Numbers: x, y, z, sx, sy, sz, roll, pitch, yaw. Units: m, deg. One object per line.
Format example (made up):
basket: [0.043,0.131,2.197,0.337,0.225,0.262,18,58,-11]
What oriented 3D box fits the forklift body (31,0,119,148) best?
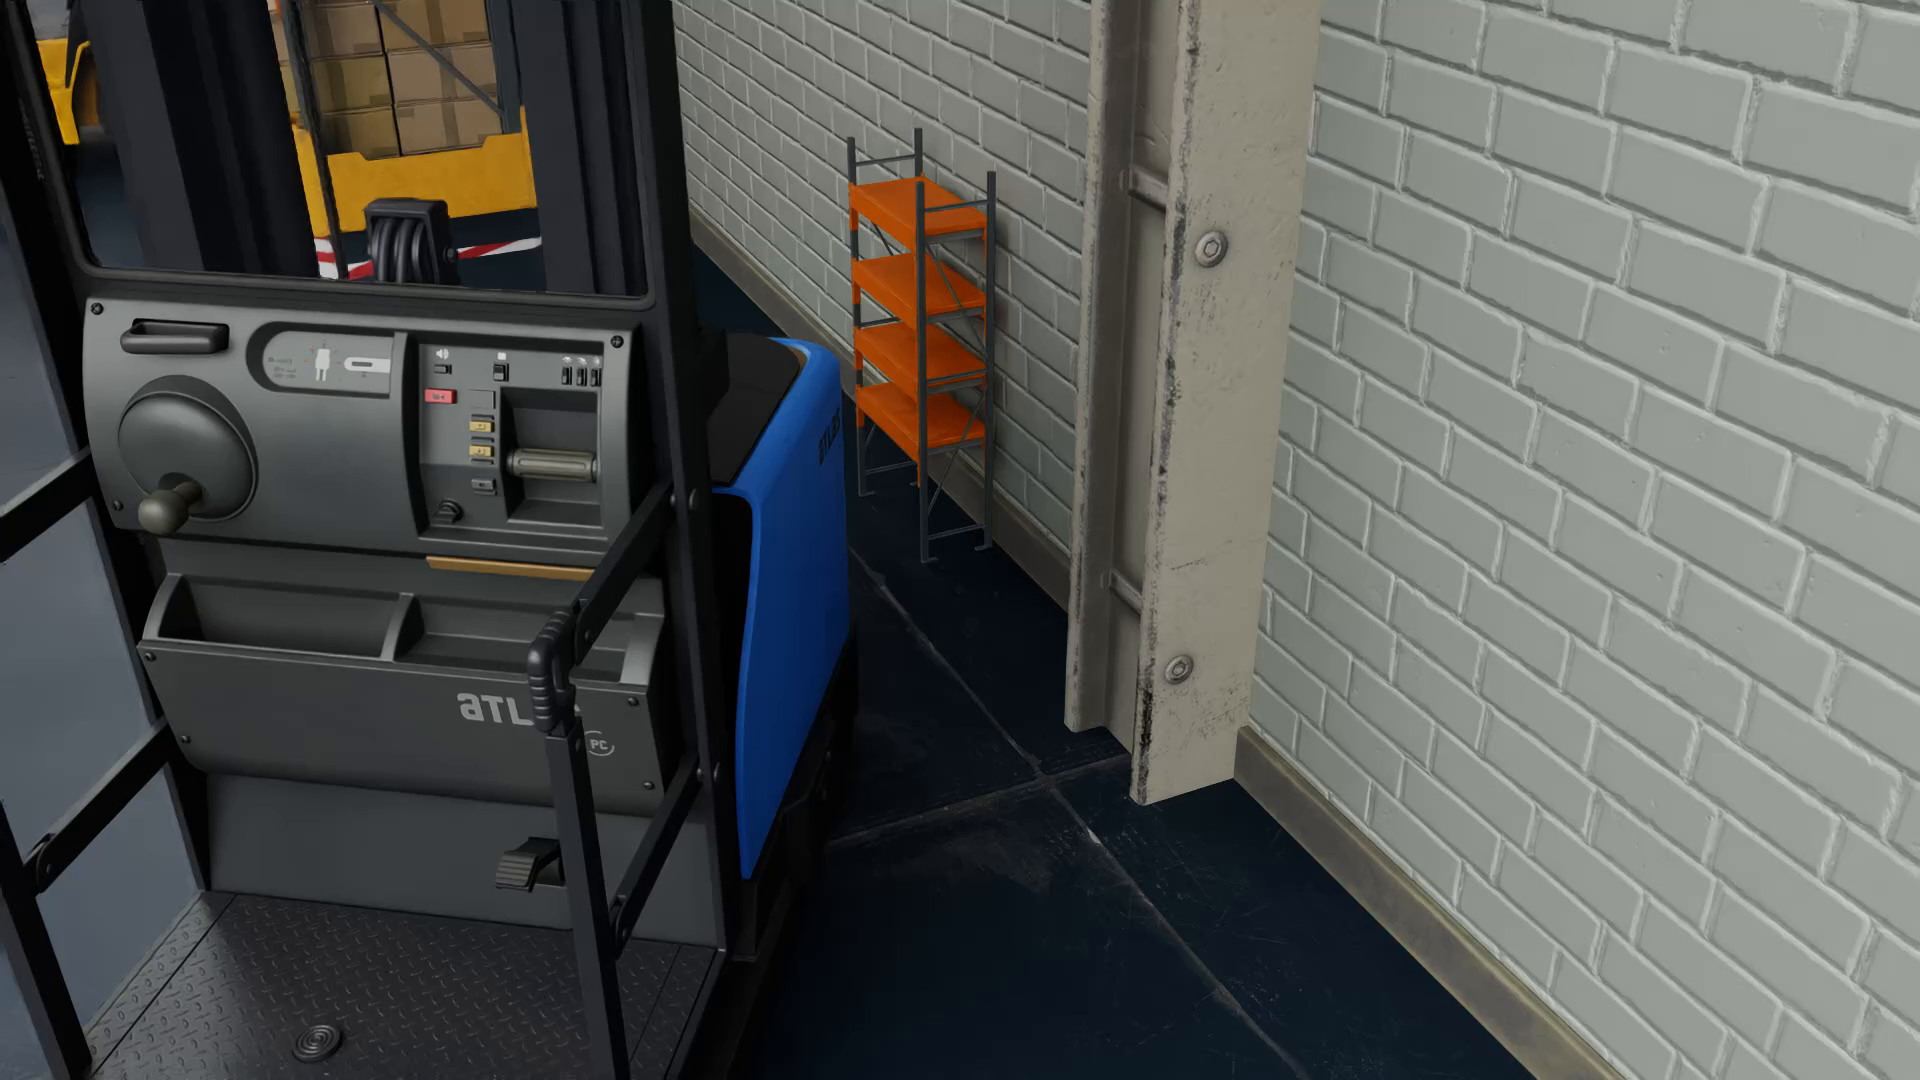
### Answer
forklift body: [-5.056,-3.012,8.422,2.313,2.155,1.214,-13,32,-22]

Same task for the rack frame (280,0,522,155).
rack frame: [-2.595,-2.927,7.404,1.000,3.000,0.127,-13,32,-22]

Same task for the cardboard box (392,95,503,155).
cardboard box: [-2.629,-2.169,8.434,0.500,0.250,0.500,-13,32,-22]

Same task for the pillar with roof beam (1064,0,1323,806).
pillar with roof beam: [-3.392,-2.487,0.484,9.100,9.000,0.400,-13,32,-22]

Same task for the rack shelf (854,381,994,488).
rack shelf: [-0.117,-0.353,5.196,0.258,0.148,0.480,-13,32,-22]

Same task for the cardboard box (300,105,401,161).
cardboard box: [-3.082,-2.053,8.225,0.500,0.250,0.500,-13,32,-22]

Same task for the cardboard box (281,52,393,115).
cardboard box: [-3.086,-2.279,8.118,0.500,0.250,0.500,-14,32,-23]

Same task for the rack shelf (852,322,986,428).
rack shelf: [-0.118,-0.526,5.099,0.258,0.148,0.480,-13,32,-22]

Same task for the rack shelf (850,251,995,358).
rack shelf: [-0.118,-0.721,4.990,0.258,0.148,0.480,-13,32,-22]

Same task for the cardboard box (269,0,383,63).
cardboard box: [-3.074,-2.485,7.975,0.500,0.250,0.500,-12,31,-20]

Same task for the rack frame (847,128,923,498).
rack frame: [-0.224,-0.692,5.258,0.240,1.200,0.015,-13,32,-22]

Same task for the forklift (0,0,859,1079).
forklift: [-1.004,-0.136,2.495,1.130,2.935,3.031,4,30,8]

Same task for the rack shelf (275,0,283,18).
rack shelf: [-3.453,-3.497,9.155,1.077,0.370,4.000,-13,32,-22]

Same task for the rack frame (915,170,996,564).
rack frame: [-0.011,-0.478,4.875,0.240,1.200,0.015,-13,32,-22]

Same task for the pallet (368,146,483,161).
pallet: [-2.961,-2.040,8.672,1.003,0.211,1.213,-13,32,-22]

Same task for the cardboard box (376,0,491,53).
cardboard box: [-2.630,-2.599,8.179,0.500,0.250,0.500,-14,32,-23]

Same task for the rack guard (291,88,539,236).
rack guard: [-2.584,-1.827,7.996,1.175,0.500,0.348,-13,32,-22]

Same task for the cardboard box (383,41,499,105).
cardboard box: [-2.609,-2.381,8.299,0.500,0.250,0.500,-12,32,-21]

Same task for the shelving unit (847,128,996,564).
shelving unit: [-0.118,-0.585,5.066,0.258,1.200,0.503,-13,32,-22]

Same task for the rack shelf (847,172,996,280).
rack shelf: [-0.118,-0.928,4.874,0.258,0.148,0.480,-13,32,-22]
